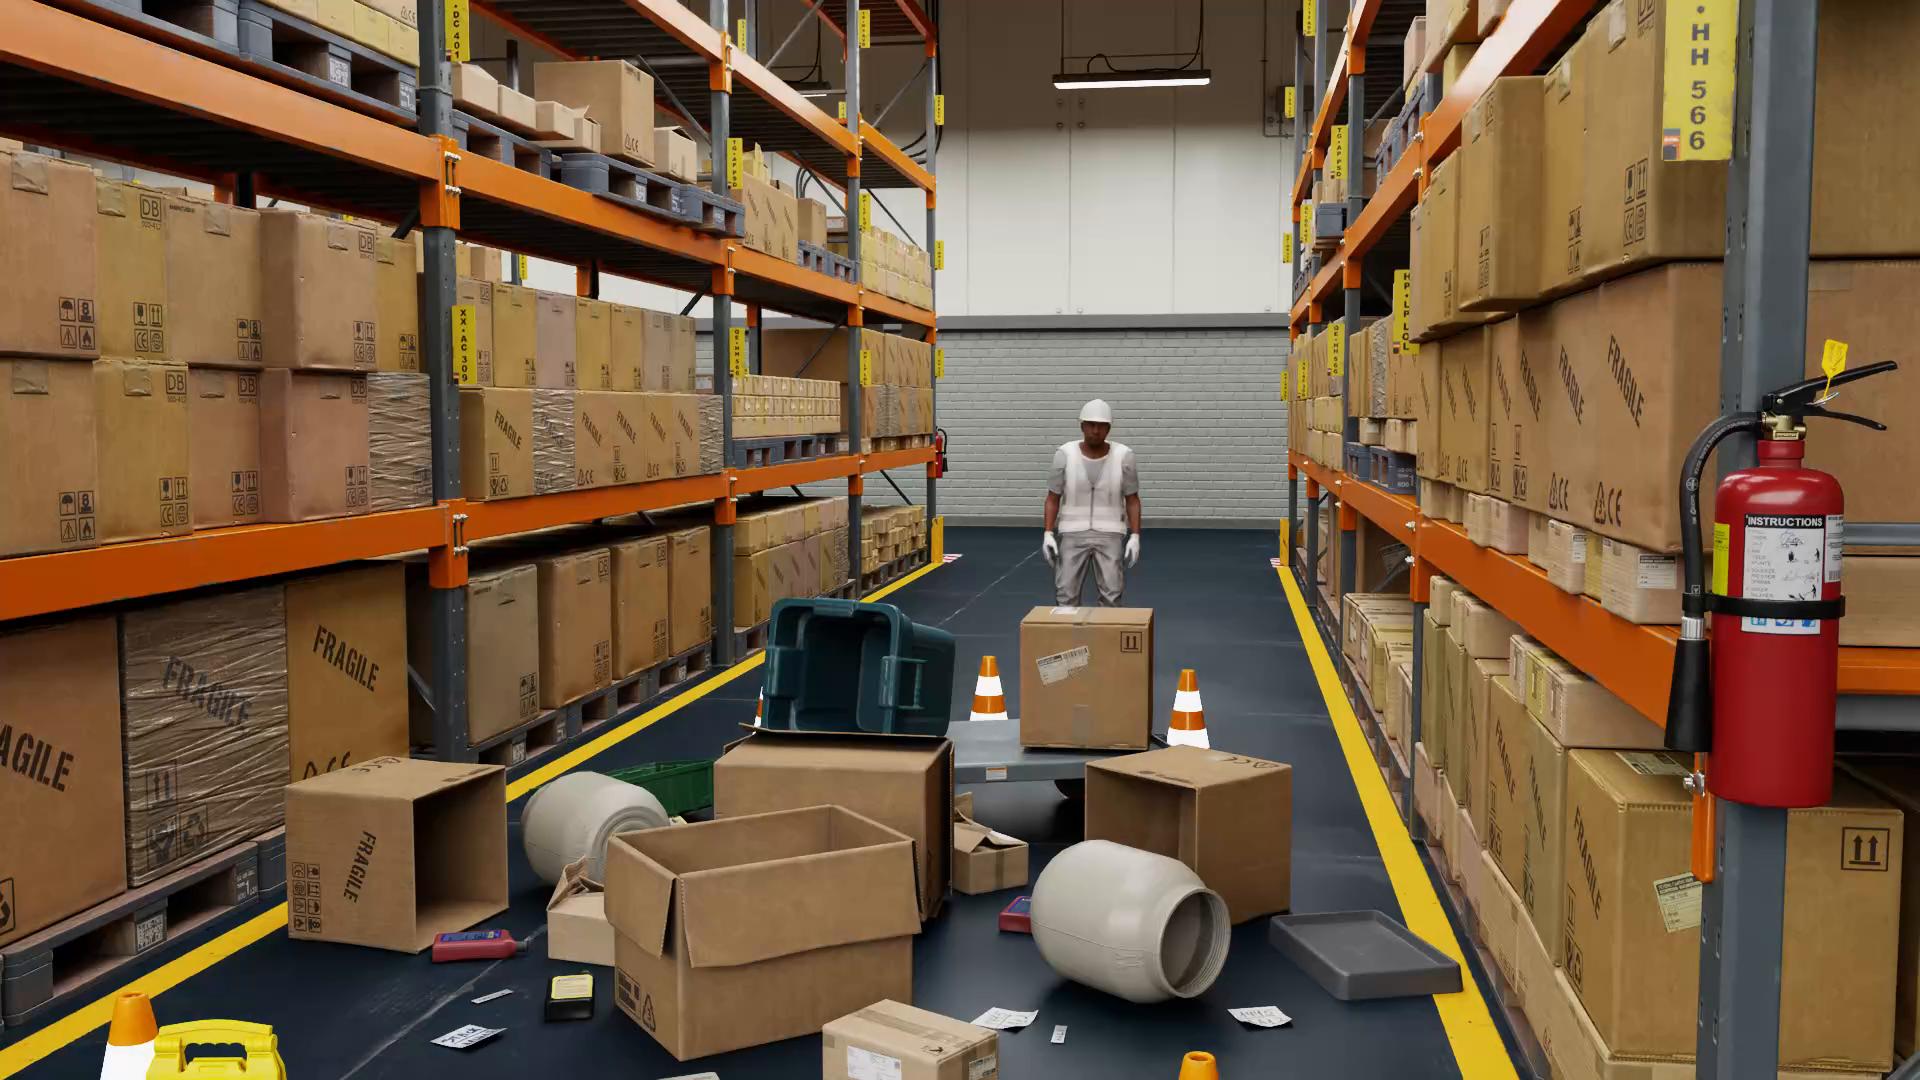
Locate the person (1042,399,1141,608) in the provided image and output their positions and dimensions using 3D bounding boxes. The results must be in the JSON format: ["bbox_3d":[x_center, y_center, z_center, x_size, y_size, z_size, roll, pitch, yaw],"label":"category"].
[{"bbox_3d":[0.825,0.008,10.421,0.616,1.772,0.452,0,4,6],"label":"person"}]
